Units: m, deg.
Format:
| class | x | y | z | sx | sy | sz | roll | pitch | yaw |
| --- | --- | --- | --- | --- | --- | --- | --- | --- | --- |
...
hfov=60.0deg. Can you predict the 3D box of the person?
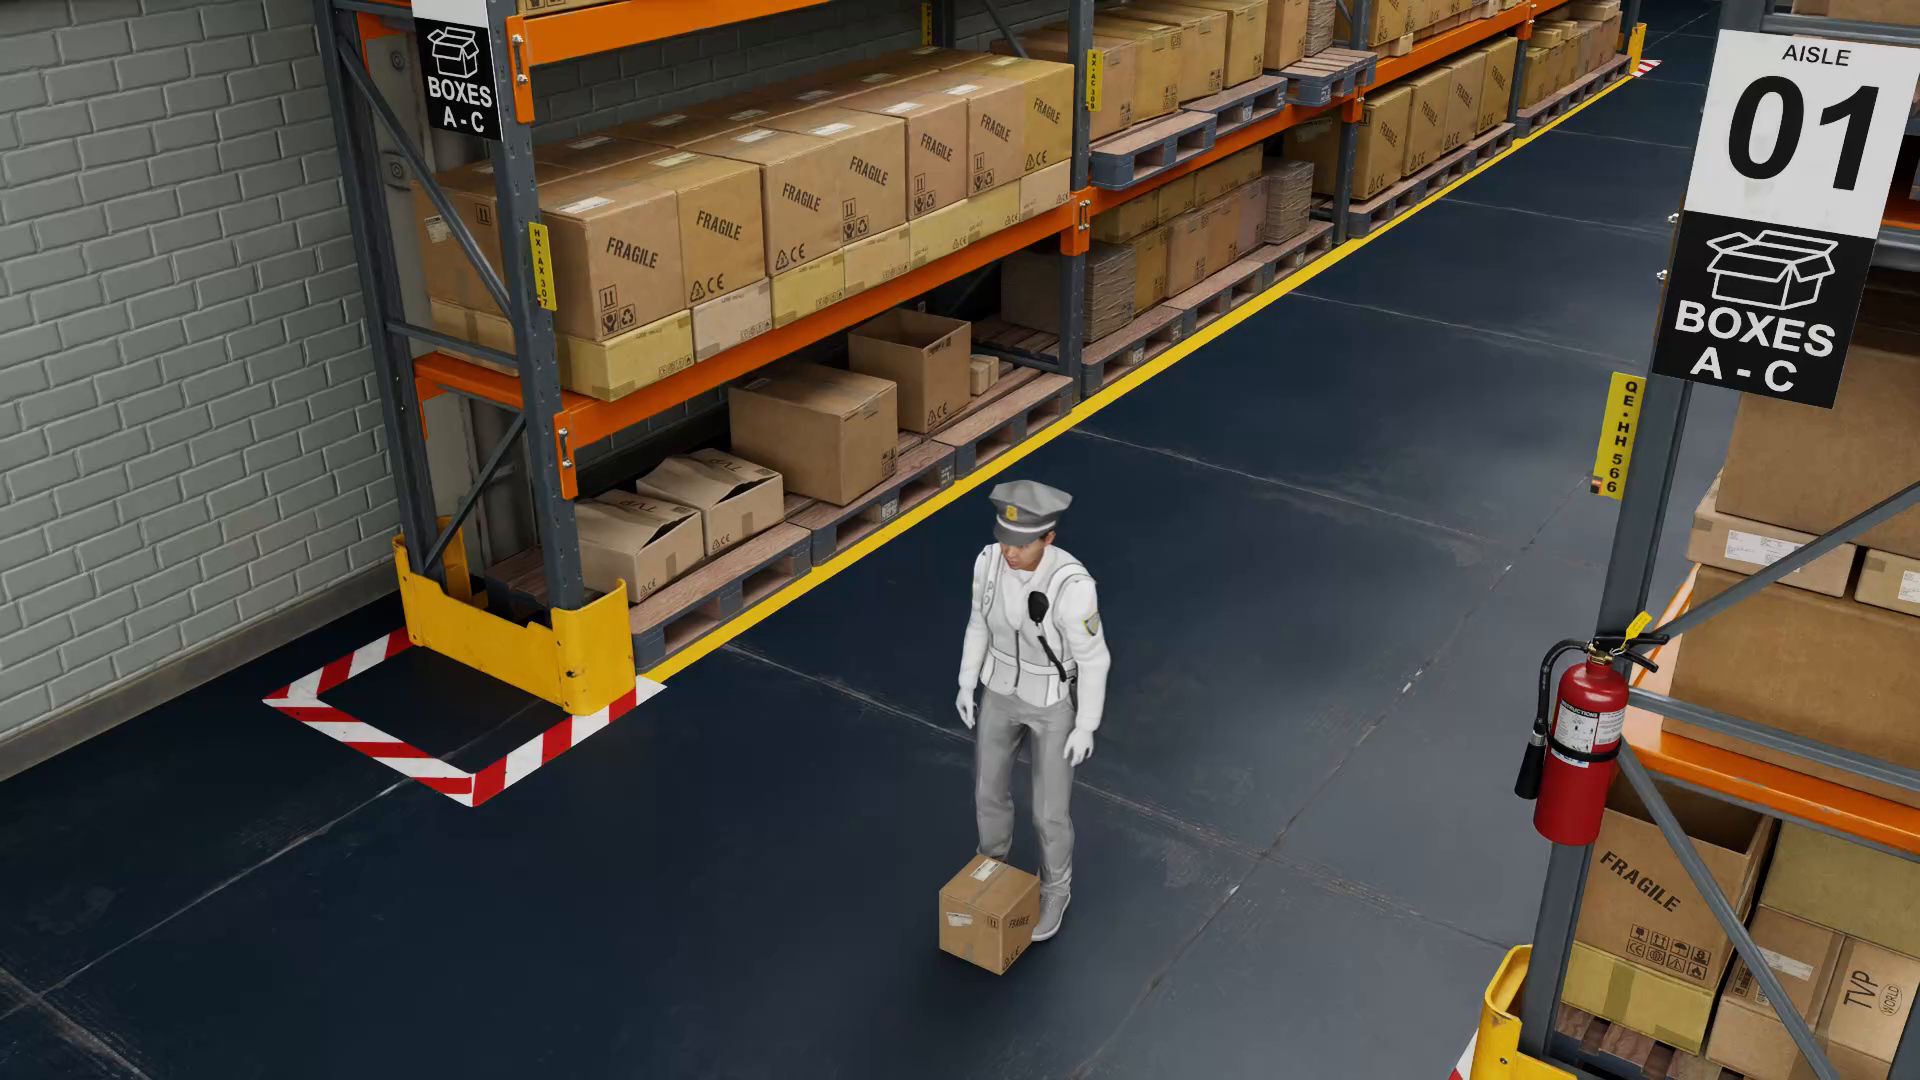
| class | x | y | z | sx | sy | sz | roll | pitch | yaw |
| --- | --- | --- | --- | --- | --- | --- | --- | --- | --- |
| person | 0.229 | 0.556 | 5.528 | 0.535 | 1.663 | 0.379 | 17 | 32 | 30 |
